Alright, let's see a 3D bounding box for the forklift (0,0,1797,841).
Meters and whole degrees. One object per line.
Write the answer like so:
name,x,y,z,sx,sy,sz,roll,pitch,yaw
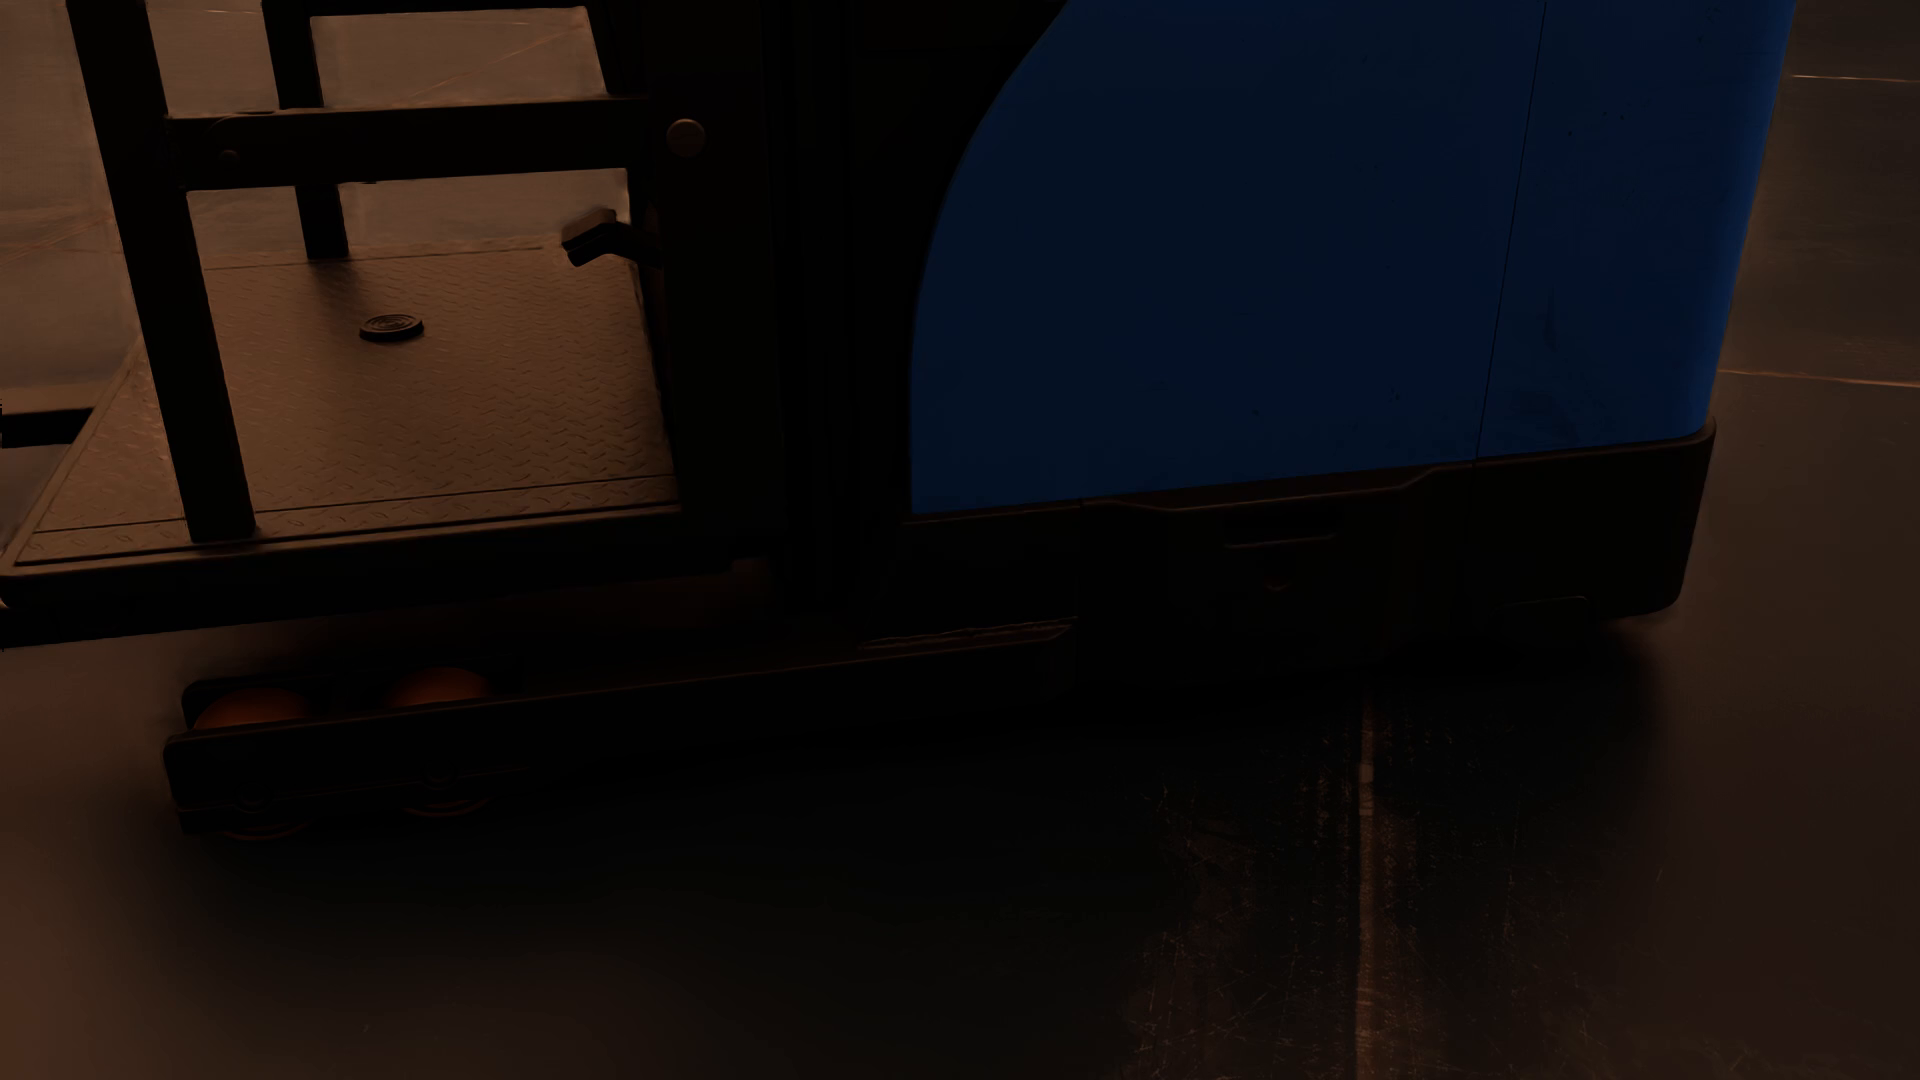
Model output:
forklift,-0.610,-1.237,1.698,3.031,2.935,1.130,-6,27,-11
